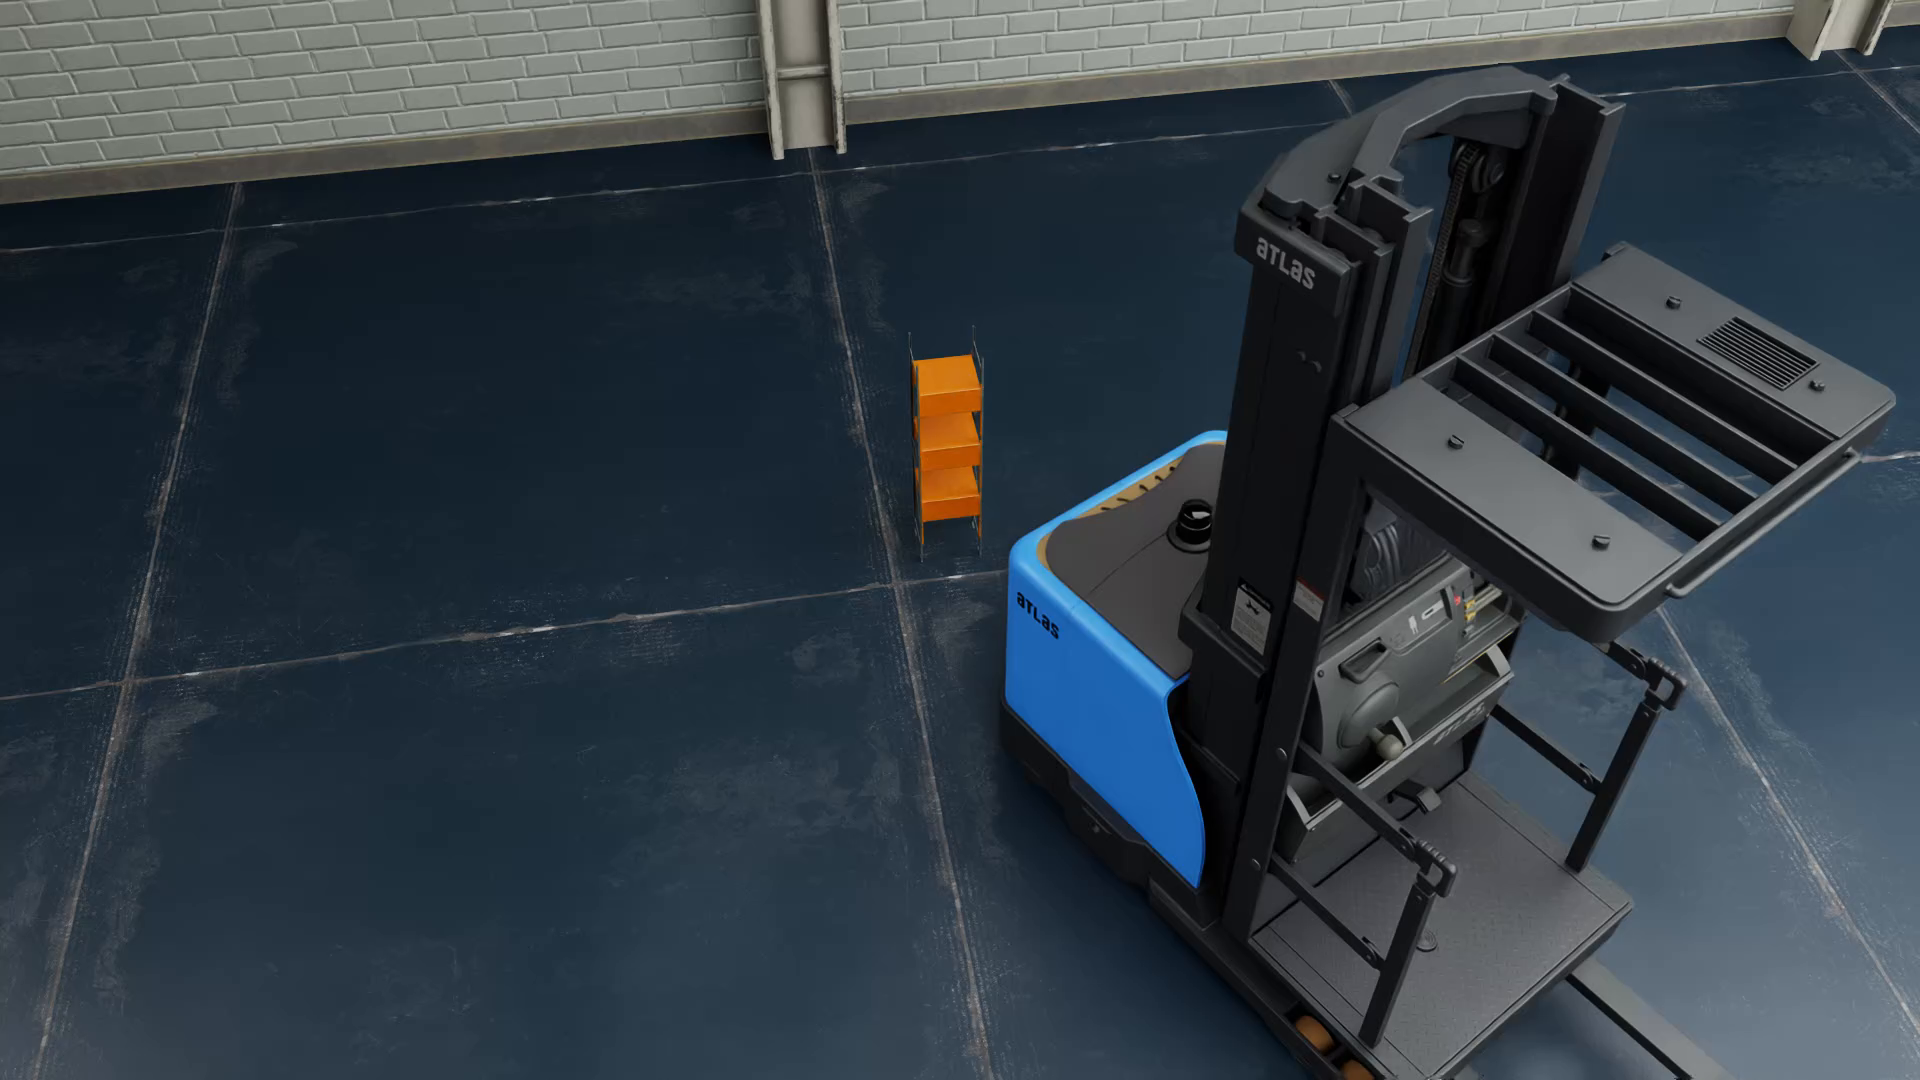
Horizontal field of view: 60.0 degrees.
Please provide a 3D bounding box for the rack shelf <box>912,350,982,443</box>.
[{"bbox_3d":[-0.053,-0.547,6.362,0.240,0.259,0.215,-7,46,-7],"label":"rack shelf"}]

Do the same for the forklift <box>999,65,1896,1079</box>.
[{"bbox_3d":[1.451,0.365,4.557,1.130,2.935,3.031,-30,53,-25],"label":"forklift"}]

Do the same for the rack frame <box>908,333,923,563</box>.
[{"bbox_3d":[-0.173,-0.343,6.544,0.008,1.050,0.200,-7,46,-7],"label":"rack frame"}]

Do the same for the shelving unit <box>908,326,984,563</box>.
[{"bbox_3d":[-0.053,-0.358,6.559,0.252,1.050,0.215,-7,46,-7],"label":"shelving unit"}]

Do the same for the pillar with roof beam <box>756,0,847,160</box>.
[{"bbox_3d":[-0.097,-2.238,2.850,0.400,9.000,9.100,-7,46,-7],"label":"pillar with roof beam"}]

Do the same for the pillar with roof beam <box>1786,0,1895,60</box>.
[{"bbox_3d":[5.815,-2.974,3.560,0.400,9.000,9.100,-7,46,-7],"label":"pillar with roof beam"}]

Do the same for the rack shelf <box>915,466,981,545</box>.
[{"bbox_3d":[-0.053,-0.158,6.767,0.240,0.259,0.215,-7,46,-7],"label":"rack shelf"}]

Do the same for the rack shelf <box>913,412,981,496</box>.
[{"bbox_3d":[-0.053,-0.350,6.566,0.240,0.259,0.215,-7,46,-7],"label":"rack shelf"}]

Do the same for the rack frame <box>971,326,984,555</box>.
[{"bbox_3d":[0.067,-0.373,6.573,0.008,1.050,0.200,-7,46,-7],"label":"rack frame"}]
